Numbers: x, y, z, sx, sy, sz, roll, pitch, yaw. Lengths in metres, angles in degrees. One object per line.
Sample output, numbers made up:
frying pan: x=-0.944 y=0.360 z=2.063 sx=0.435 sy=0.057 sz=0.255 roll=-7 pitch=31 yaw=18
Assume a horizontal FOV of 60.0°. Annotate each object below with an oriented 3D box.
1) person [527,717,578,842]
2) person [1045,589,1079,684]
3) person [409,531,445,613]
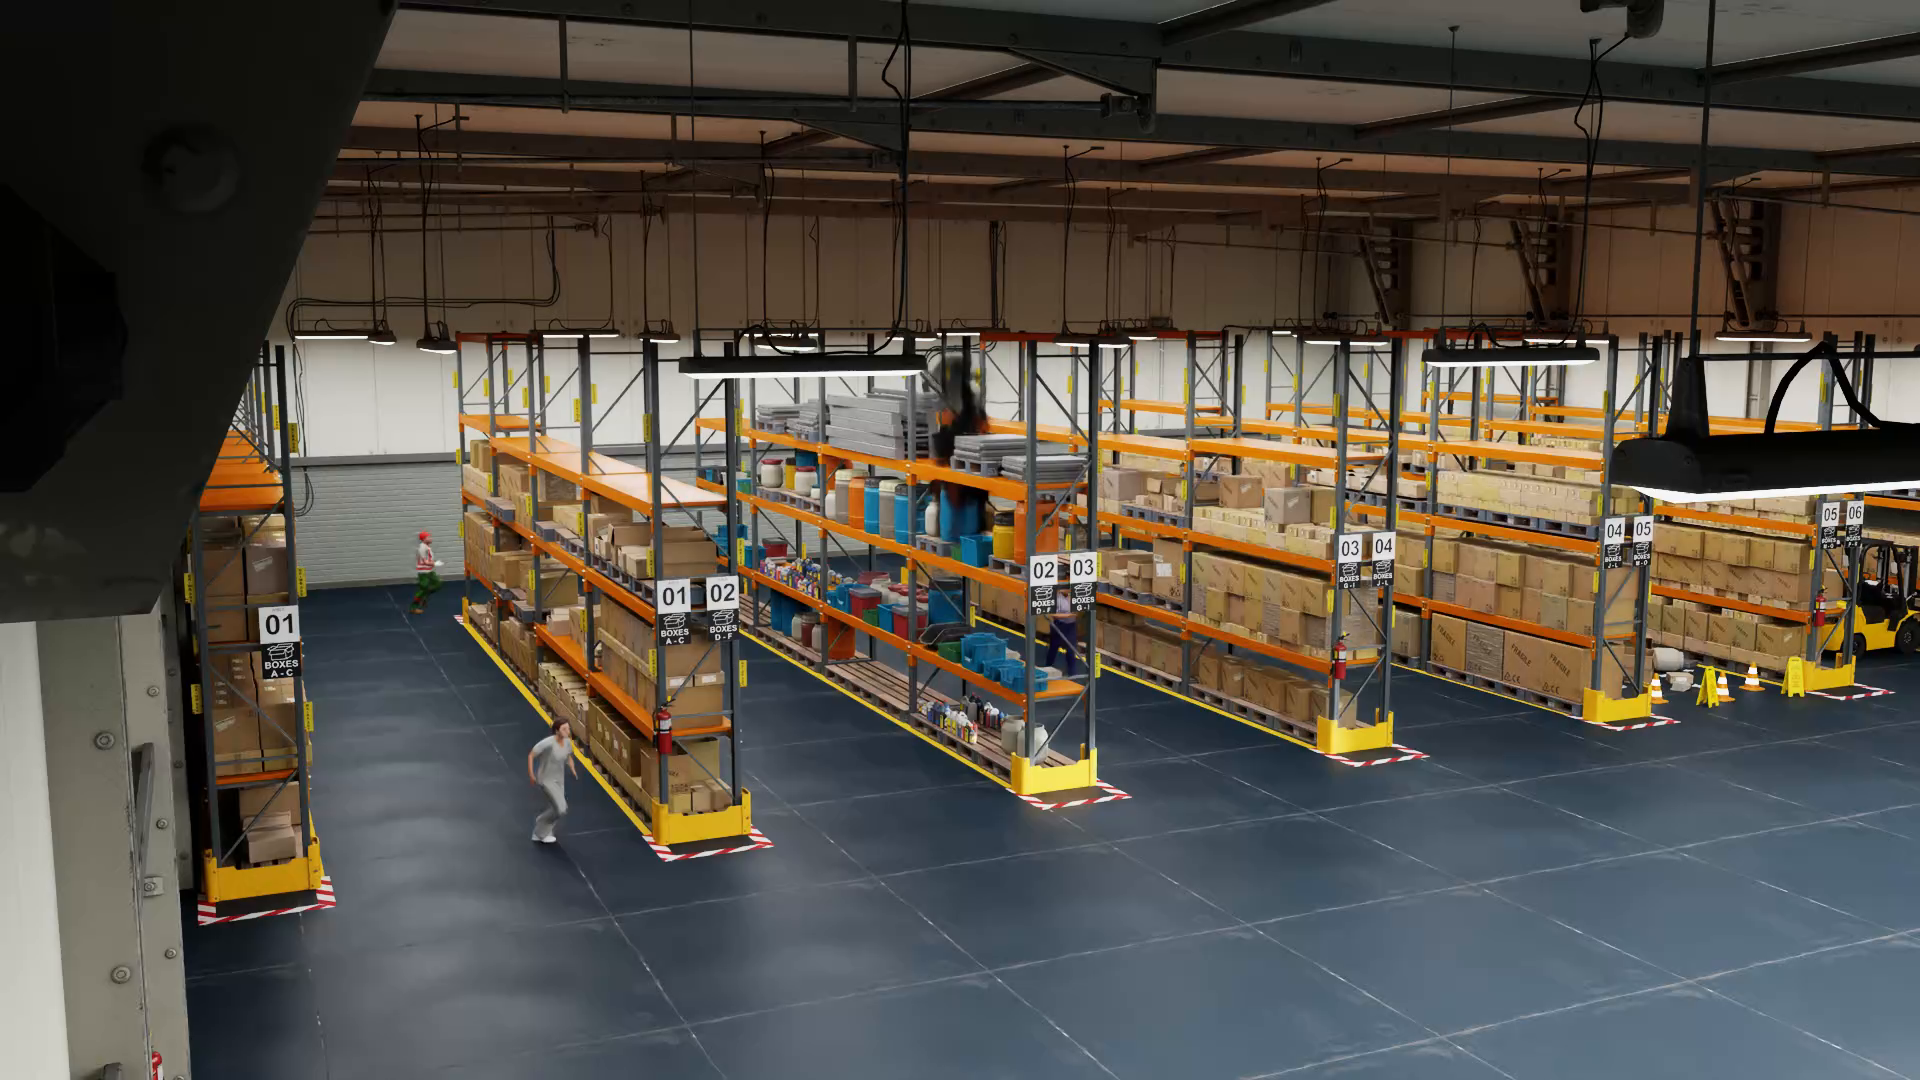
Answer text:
person: x=-4.874 y=2.879 z=19.901 sx=0.622 sy=1.556 sz=0.581 roll=4 pitch=9 yaw=30
person: x=1.720 y=1.558 z=27.565 sx=0.575 sy=1.763 sz=0.747 roll=-5 pitch=9 yaw=-33
person: x=-11.386 y=0.670 z=35.532 sx=0.771 sy=1.736 sz=0.689 roll=-1 pitch=8 yaw=-7
